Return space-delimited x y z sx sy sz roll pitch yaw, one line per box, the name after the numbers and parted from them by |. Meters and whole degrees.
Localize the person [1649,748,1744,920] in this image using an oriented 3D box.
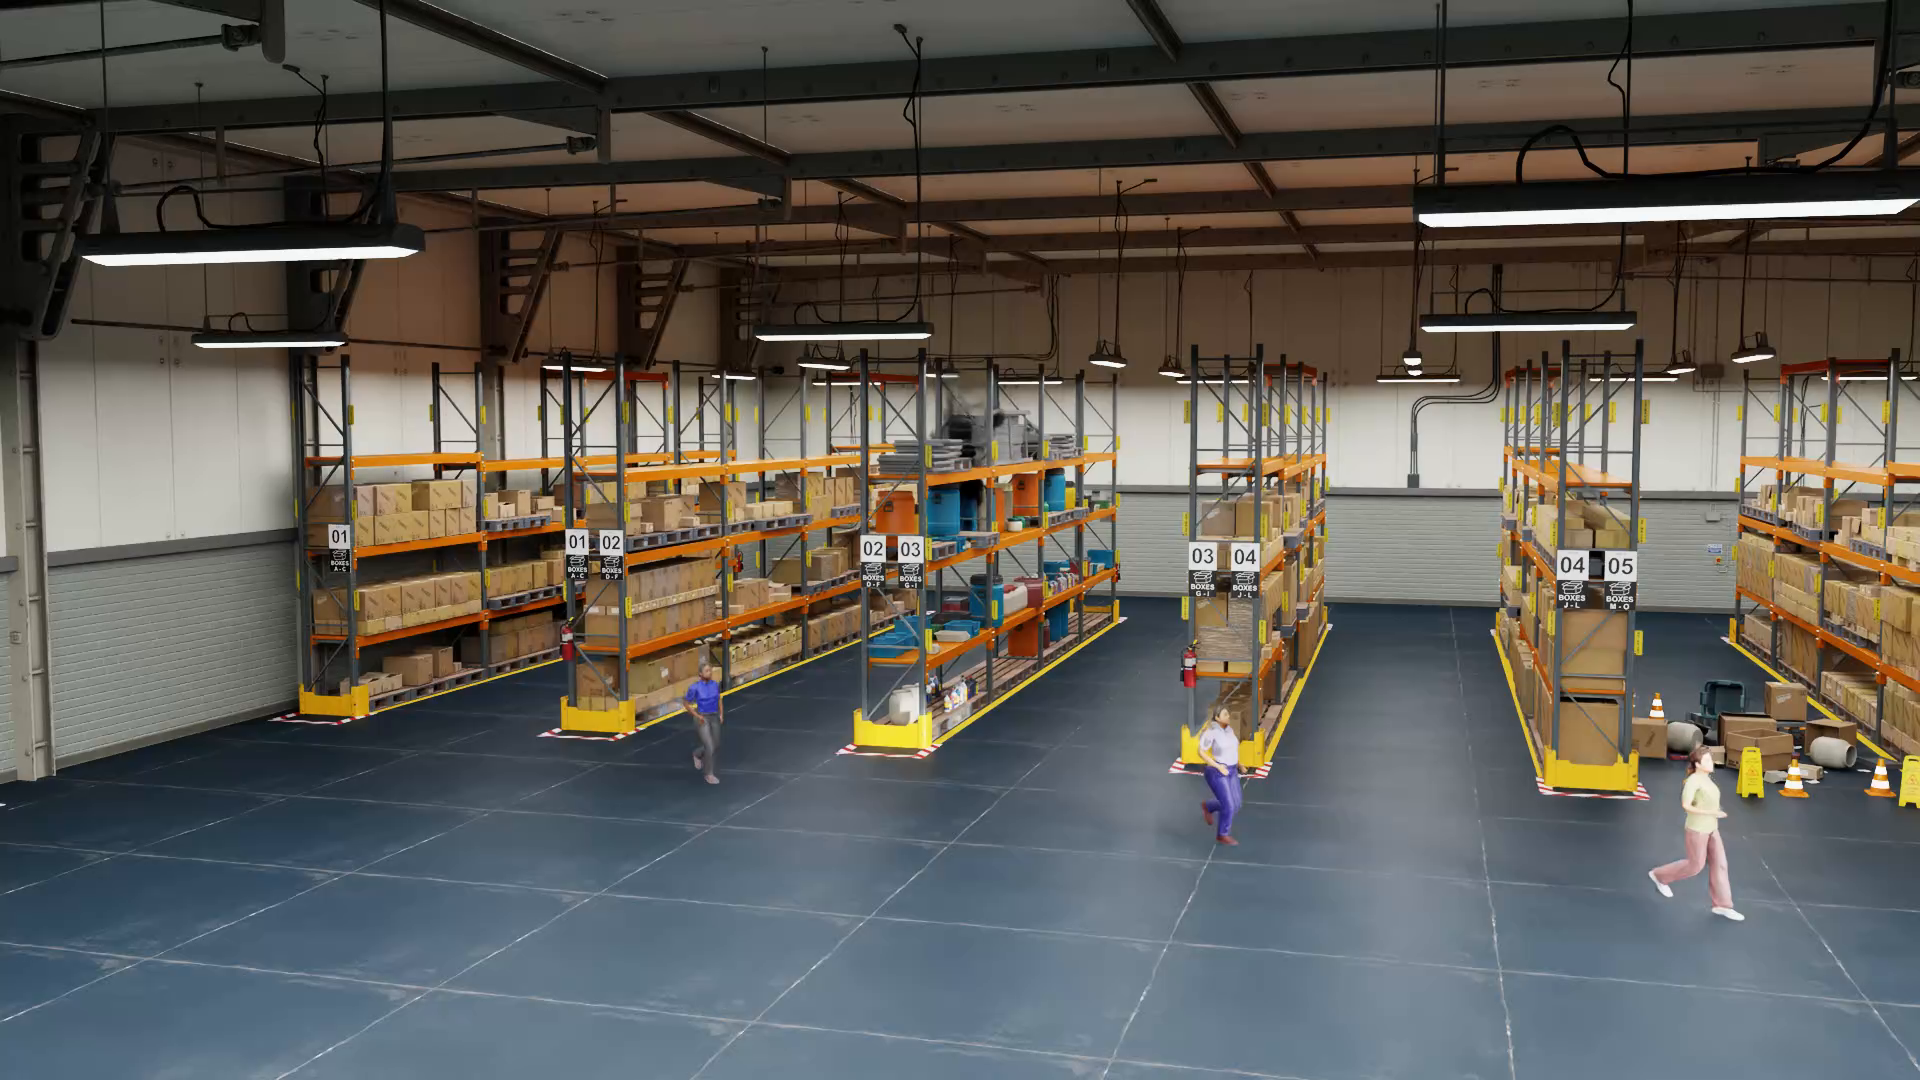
7.412 2.913 16.684 0.578 1.663 0.935 -4 6 -42 | person

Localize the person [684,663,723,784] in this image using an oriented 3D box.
-3.519 2.489 22.804 0.593 1.626 0.670 -4 6 -45 | person

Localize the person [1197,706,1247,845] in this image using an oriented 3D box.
3.034 2.790 19.564 0.607 1.531 0.604 -4 6 -44 | person
